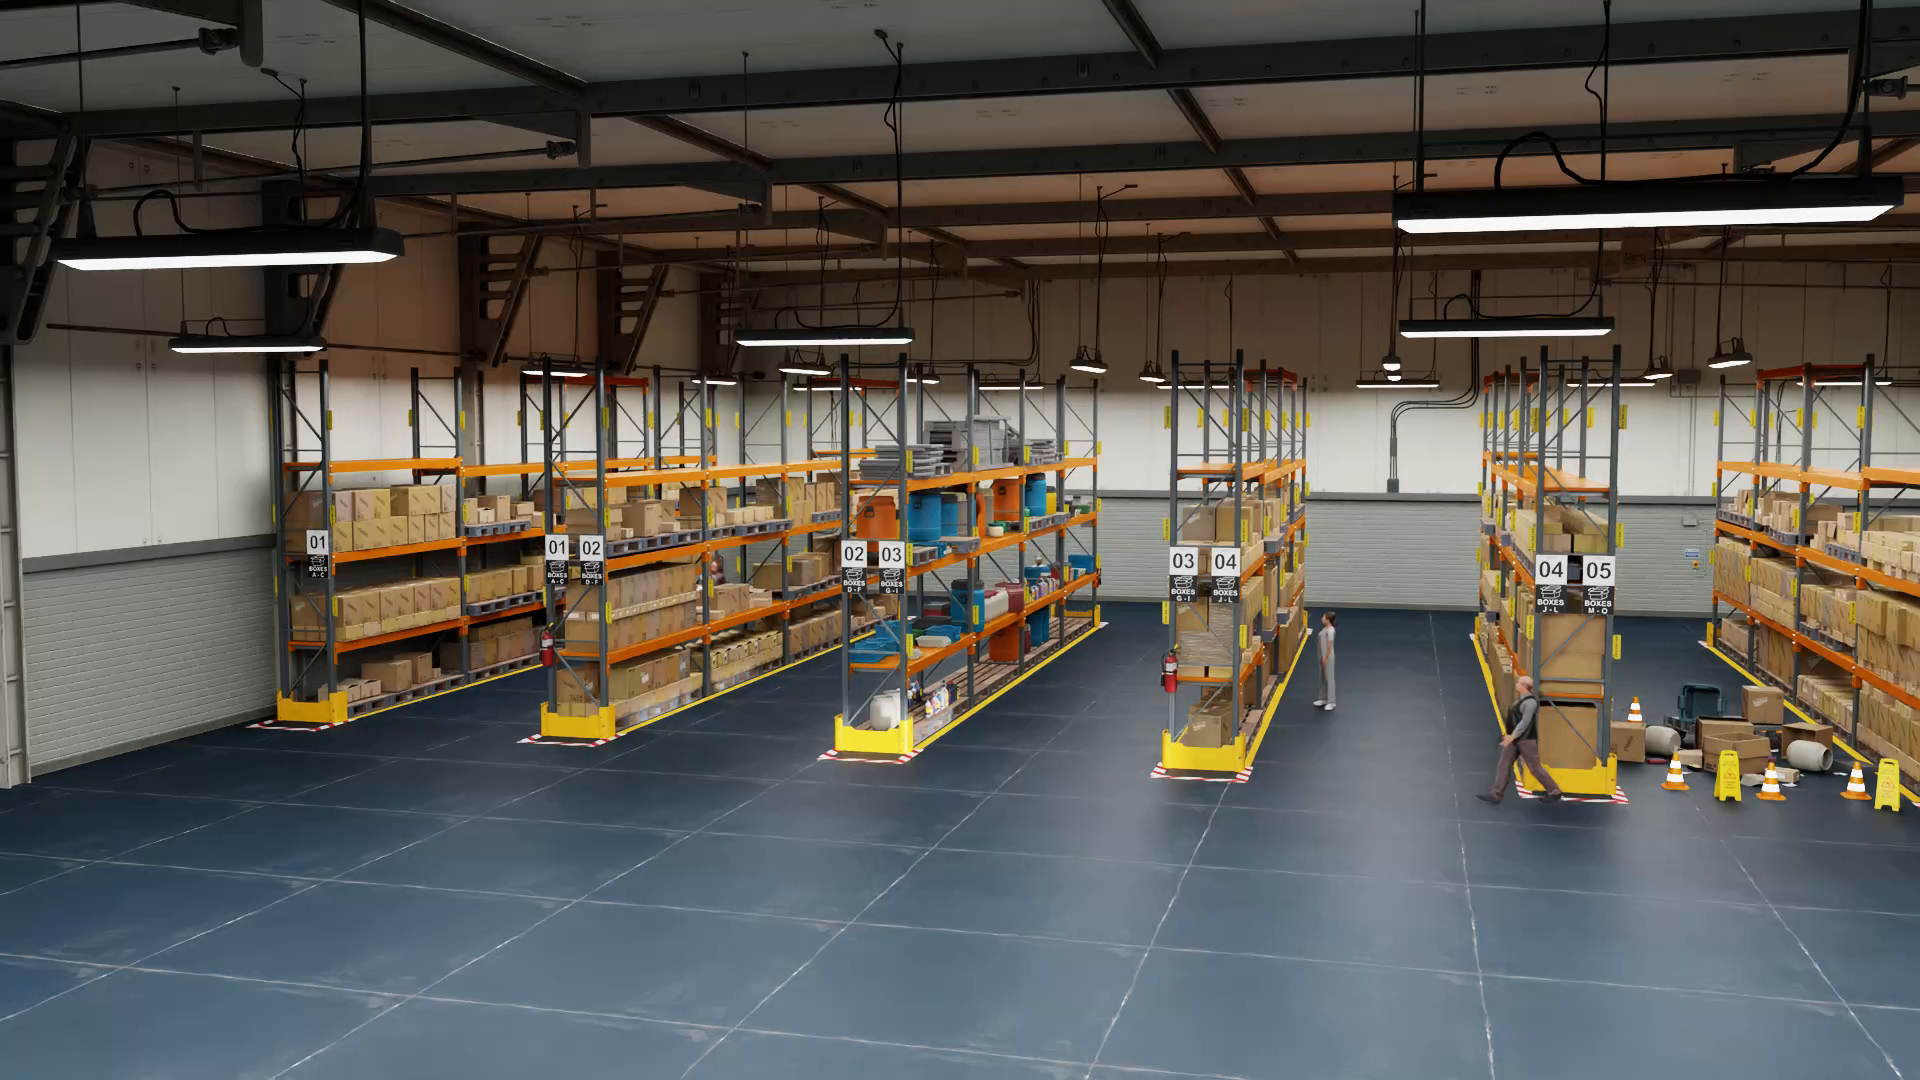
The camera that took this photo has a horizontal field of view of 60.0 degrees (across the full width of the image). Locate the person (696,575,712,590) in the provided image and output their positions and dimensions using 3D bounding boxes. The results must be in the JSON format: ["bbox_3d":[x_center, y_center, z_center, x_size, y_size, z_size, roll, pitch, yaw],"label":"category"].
[{"bbox_3d":[-5.330,1.585,35.132,0.483,1.764,0.654,1,4,10],"label":"person"}]

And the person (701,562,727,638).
[{"bbox_3d":[-5.656,1.370,38.202,0.669,1.722,1.118,1,4,13],"label":"person"}]

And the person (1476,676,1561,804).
[{"bbox_3d":[7.287,2.613,21.658,1.032,1.681,0.559,0,4,-5],"label":"person"}]

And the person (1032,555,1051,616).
[{"bbox_3d":[1.955,1.175,41.675,0.543,1.632,1.008,2,5,25],"label":"person"}]

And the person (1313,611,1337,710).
[{"bbox_3d":[6.395,2.089,29.017,0.365,1.703,0.451,-2,4,-20],"label":"person"}]
